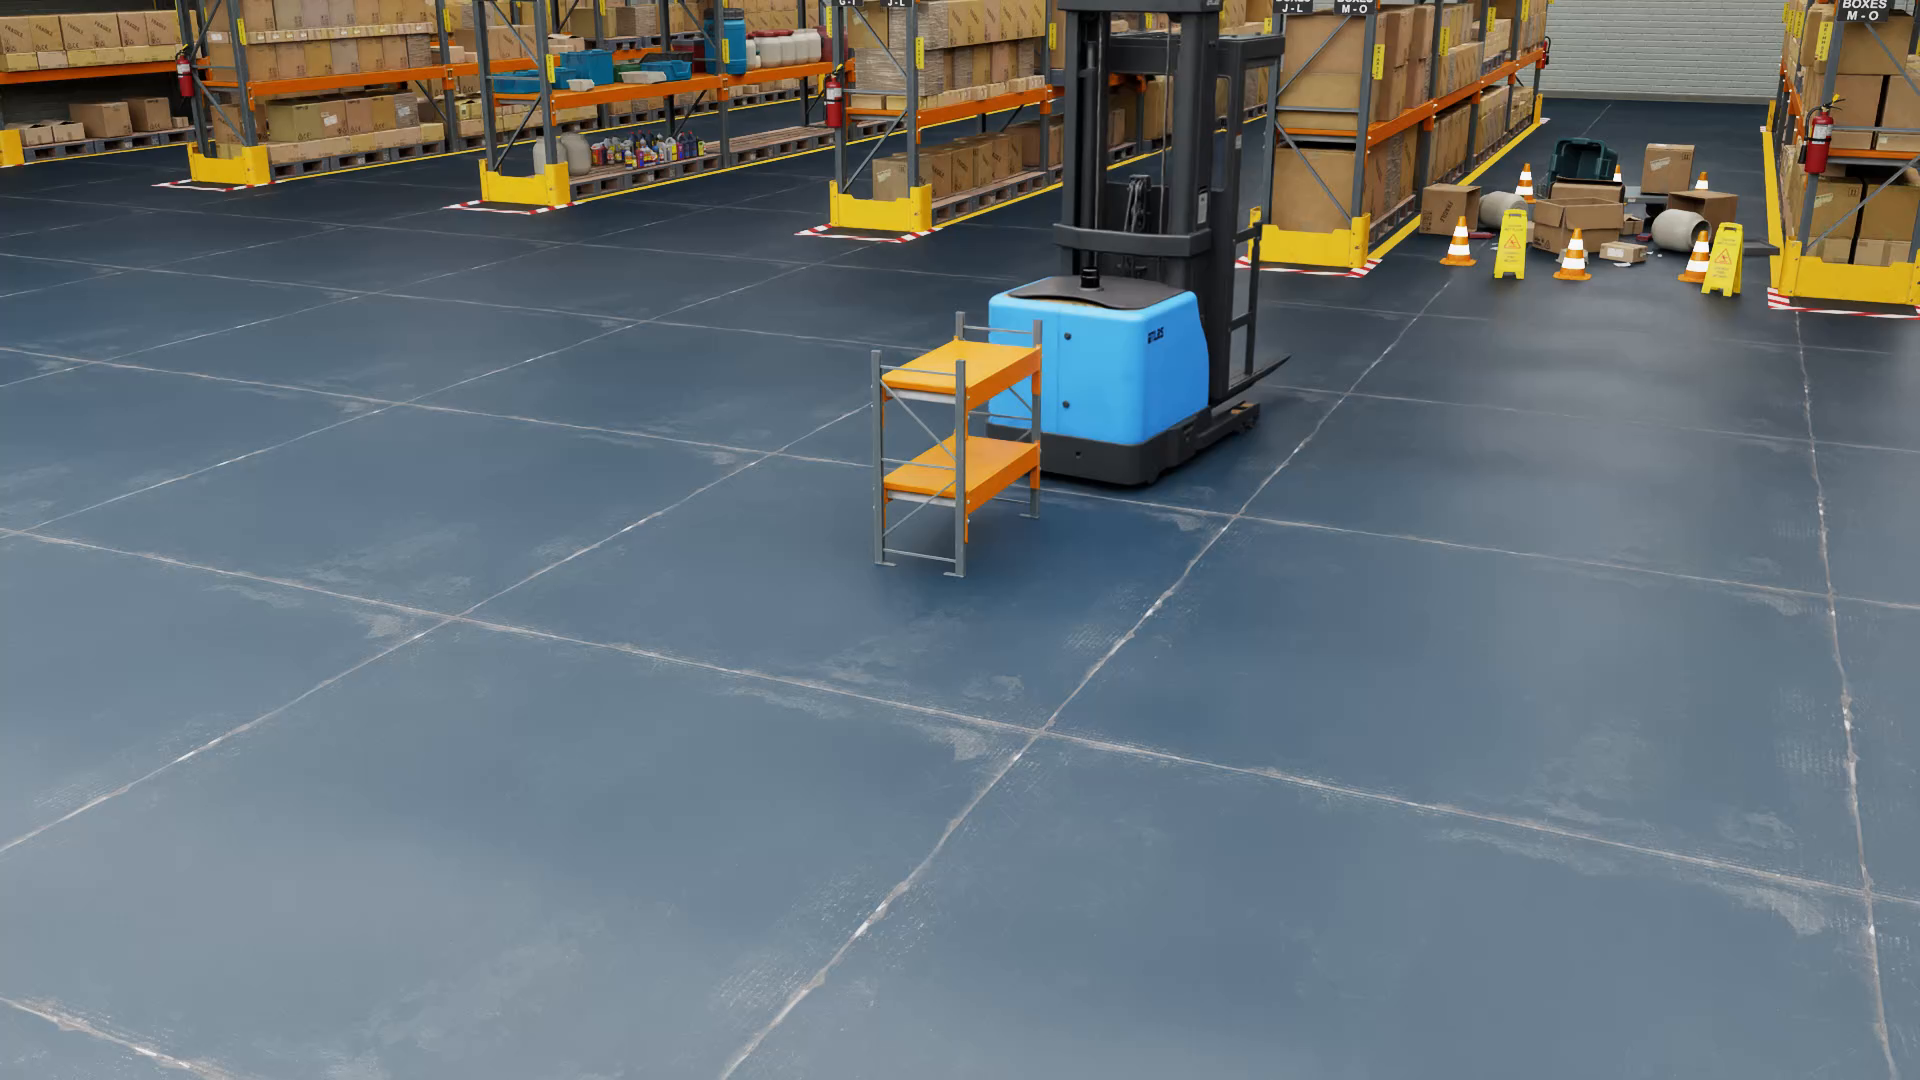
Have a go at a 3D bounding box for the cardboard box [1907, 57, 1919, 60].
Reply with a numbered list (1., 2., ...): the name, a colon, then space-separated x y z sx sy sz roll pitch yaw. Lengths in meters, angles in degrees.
1. cardboard box: 9.582 -4.696 17.104 0.500 0.500 0.500 9 22 25

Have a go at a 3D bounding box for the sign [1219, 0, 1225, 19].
1. sign: 4.475 -9.079 28.412 0.100 0.325 0.005 9 21 23

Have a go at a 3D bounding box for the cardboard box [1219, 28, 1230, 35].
1. cardboard box: 4.408 -8.820 29.072 0.500 0.250 0.500 8 21 22

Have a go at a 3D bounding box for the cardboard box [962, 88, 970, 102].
1. cardboard box: -0.098 -5.293 19.751 0.380 0.149 0.250 9 21 23

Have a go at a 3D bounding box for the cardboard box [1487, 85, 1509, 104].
1. cardboard box: 8.386 -7.042 26.279 0.500 0.250 0.500 8 21 21

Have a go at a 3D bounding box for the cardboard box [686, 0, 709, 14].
1. cardboard box: -5.089 -10.711 32.970 0.500 0.500 0.500 9 21 23

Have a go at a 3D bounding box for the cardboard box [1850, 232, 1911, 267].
1. cardboard box: 8.686 -2.726 15.633 0.500 0.250 0.500 8 21 22

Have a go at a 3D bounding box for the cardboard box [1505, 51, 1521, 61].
1. cardboard box: 8.874 -7.855 26.953 0.380 0.149 0.250 9 22 25

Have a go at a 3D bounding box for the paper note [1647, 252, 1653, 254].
1. paper note: 7.159 -3.011 17.408 0.148 0.019 0.142 18 26 41

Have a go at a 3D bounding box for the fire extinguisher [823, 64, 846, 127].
1. fire extinguisher: -1.405 -4.966 18.572 0.296 0.674 0.183 9 21 23

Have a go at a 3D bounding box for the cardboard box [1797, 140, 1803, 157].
1. cardboard box: 8.939 -4.068 17.320 0.380 0.149 0.250 9 22 25

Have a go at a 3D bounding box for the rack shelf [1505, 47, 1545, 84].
1. rack shelf: 9.279 -8.204 28.633 1.077 0.370 4.000 9 21 23

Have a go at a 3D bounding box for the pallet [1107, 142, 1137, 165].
1. pallet: 2.017 -5.867 25.152 1.003 0.211 1.213 9 21 23

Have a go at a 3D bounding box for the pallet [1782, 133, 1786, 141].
1. pallet: 13.400 -6.191 26.061 1.003 0.211 1.213 9 21 23

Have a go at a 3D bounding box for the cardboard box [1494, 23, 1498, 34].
1. cardboard box: 7.830 -7.661 24.893 0.380 0.149 0.250 8 21 22

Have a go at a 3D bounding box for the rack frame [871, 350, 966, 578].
1. rack frame: -0.205 -0.377 8.349 0.500 1.125 0.032 9 21 23

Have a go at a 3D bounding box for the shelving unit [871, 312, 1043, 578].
1. shelving unit: 0.003 -0.532 8.786 0.538 1.125 1.048 9 21 23

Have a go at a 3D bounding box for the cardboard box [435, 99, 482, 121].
1. cardboard box: -7.939 -6.816 26.298 0.500 0.311 0.500 9 21 23

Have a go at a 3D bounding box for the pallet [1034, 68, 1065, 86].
1. pallet: 1.146 -6.320 22.551 1.003 0.211 1.213 9 21 23

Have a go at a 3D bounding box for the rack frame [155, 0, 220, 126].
1. rack frame: -12.857 -8.236 27.651 1.000 3.000 0.127 9 21 23

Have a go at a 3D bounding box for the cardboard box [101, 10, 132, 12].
1. cardboard box: -13.455 -8.256 26.780 0.500 0.500 0.500 8 21 22

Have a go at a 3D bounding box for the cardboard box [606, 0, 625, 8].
1. cardboard box: -8.142 -11.888 37.473 0.980 0.700 0.700 10 22 25

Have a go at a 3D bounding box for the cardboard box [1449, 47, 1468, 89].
1. cardboard box: 6.266 -6.119 21.548 0.500 0.500 0.500 9 21 24

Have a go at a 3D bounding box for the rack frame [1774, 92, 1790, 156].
1. rack frame: 13.017 -7.283 24.971 1.000 3.000 0.127 9 21 23

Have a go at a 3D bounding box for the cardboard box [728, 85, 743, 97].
1. cardboard box: -4.691 -9.042 33.274 0.500 0.311 0.500 9 21 23

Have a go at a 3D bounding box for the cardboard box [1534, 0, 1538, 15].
1. cardboard box: 9.511 -9.161 28.167 0.500 0.500 0.500 8 21 21

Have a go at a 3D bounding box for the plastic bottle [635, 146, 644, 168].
1. plastic bottle: -4.320 -5.160 22.397 0.061 0.283 0.133 9 21 24

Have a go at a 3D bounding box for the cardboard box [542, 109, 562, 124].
1. cardboard box: -7.107 -7.177 28.150 0.500 0.250 0.500 9 22 24

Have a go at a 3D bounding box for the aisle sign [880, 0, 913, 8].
1. aisle sign: -0.689 -6.139 17.875 0.394 0.787 0.004 9 21 23

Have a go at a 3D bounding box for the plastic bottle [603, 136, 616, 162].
1. plastic bottle: -4.855 -5.402 22.977 0.144 0.351 0.185 10 22 25

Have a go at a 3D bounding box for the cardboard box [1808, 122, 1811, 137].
1. cardboard box: 8.266 -3.891 15.808 0.380 0.149 0.250 9 21 24

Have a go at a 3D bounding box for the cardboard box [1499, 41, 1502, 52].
1. cardboard box: 8.165 -7.630 25.695 0.380 0.149 0.250 7 21 20

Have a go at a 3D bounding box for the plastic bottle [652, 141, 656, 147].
1. plastic bottle: -4.198 -5.376 23.005 0.061 0.283 0.133 9 21 23

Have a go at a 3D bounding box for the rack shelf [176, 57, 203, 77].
1. rack shelf: -12.038 -8.508 29.491 1.077 0.370 4.000 9 21 23

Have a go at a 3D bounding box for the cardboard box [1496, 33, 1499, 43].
1. cardboard box: 7.941 -7.599 25.163 0.380 0.149 0.250 9 21 23

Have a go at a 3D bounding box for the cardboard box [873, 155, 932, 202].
1. cardboard box: -0.667 -4.183 19.358 0.500 0.500 0.500 13 23 33

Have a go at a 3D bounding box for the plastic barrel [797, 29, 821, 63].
1. plastic barrel: -2.407 -7.808 26.281 0.421 0.512 0.421 0 20 0

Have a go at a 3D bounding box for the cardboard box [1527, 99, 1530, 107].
1. cardboard box: 9.931 -7.789 29.578 0.380 0.149 0.250 8 21 20

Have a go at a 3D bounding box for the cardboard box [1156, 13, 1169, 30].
1. cardboard box: 2.922 -8.360 26.352 0.797 0.503 0.637 9 22 24

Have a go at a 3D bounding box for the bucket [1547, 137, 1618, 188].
1. bucket: 7.232 -4.302 19.204 0.726 0.611 0.620 18 16 41

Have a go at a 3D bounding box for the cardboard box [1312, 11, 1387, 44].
1. cardboard box: 3.874 -5.131 17.085 0.875 0.550 0.550 9 21 23

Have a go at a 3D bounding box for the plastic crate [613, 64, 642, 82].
1. plastic crate: -4.632 -6.401 22.806 0.450 0.188 0.662 9 21 23

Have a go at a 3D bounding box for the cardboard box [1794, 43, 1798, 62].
1. cardboard box: 11.552 -6.565 22.430 0.500 0.250 0.500 8 21 21

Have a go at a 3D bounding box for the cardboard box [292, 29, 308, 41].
1. cardboard box: -9.302 -7.012 23.091 0.380 0.149 0.250 8 21 22

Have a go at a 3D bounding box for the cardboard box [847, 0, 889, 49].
1. cardboard box: -0.938 -5.835 18.813 0.500 0.500 0.500 9 21 23

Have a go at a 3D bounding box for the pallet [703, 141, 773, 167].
1. pallet: -3.532 -5.808 24.986 1.003 0.211 1.213 9 21 23

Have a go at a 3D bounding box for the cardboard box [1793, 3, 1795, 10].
1. cardboard box: 13.174 -8.137 25.732 0.500 0.500 0.500 8 21 22

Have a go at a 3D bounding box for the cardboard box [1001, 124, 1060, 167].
1. cardboard box: 0.971 -5.411 22.782 0.700 0.500 0.500 7 21 19

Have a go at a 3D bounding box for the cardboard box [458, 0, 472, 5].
1. cardboard box: -9.966 -10.743 32.957 0.500 0.250 0.500 9 21 24

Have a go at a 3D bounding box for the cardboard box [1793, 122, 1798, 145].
1. cardboard box: 11.738 -5.457 22.380 0.875 0.875 0.875 8 21 22

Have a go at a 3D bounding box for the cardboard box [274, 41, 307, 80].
1. cardboard box: -9.560 -6.684 23.137 0.700 0.500 0.500 9 22 24

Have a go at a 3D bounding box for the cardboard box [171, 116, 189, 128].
1. cardboard box: -13.048 -6.941 27.581 0.380 0.166 0.250 6 20 16

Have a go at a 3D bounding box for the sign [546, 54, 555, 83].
1. sign: -4.956 -5.708 20.128 0.100 0.325 0.005 9 21 23

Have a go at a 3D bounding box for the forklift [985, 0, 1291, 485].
1. forklift: 1.345 -2.145 10.626 1.130 2.935 3.031 11 23 29

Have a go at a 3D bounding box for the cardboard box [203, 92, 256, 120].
1. cardboard box: -12.570 -7.493 28.635 0.700 0.500 0.500 9 22 25

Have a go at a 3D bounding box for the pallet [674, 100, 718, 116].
1. pallet: -5.358 -8.435 32.373 1.003 0.211 1.213 9 21 23

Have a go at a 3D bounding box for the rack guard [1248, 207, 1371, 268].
1. rack guard: 3.536 -3.078 16.877 1.175 0.500 0.348 9 21 23

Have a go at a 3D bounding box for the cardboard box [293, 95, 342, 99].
1. cardboard box: -9.424 -6.256 24.440 0.500 0.500 0.500 9 21 23
